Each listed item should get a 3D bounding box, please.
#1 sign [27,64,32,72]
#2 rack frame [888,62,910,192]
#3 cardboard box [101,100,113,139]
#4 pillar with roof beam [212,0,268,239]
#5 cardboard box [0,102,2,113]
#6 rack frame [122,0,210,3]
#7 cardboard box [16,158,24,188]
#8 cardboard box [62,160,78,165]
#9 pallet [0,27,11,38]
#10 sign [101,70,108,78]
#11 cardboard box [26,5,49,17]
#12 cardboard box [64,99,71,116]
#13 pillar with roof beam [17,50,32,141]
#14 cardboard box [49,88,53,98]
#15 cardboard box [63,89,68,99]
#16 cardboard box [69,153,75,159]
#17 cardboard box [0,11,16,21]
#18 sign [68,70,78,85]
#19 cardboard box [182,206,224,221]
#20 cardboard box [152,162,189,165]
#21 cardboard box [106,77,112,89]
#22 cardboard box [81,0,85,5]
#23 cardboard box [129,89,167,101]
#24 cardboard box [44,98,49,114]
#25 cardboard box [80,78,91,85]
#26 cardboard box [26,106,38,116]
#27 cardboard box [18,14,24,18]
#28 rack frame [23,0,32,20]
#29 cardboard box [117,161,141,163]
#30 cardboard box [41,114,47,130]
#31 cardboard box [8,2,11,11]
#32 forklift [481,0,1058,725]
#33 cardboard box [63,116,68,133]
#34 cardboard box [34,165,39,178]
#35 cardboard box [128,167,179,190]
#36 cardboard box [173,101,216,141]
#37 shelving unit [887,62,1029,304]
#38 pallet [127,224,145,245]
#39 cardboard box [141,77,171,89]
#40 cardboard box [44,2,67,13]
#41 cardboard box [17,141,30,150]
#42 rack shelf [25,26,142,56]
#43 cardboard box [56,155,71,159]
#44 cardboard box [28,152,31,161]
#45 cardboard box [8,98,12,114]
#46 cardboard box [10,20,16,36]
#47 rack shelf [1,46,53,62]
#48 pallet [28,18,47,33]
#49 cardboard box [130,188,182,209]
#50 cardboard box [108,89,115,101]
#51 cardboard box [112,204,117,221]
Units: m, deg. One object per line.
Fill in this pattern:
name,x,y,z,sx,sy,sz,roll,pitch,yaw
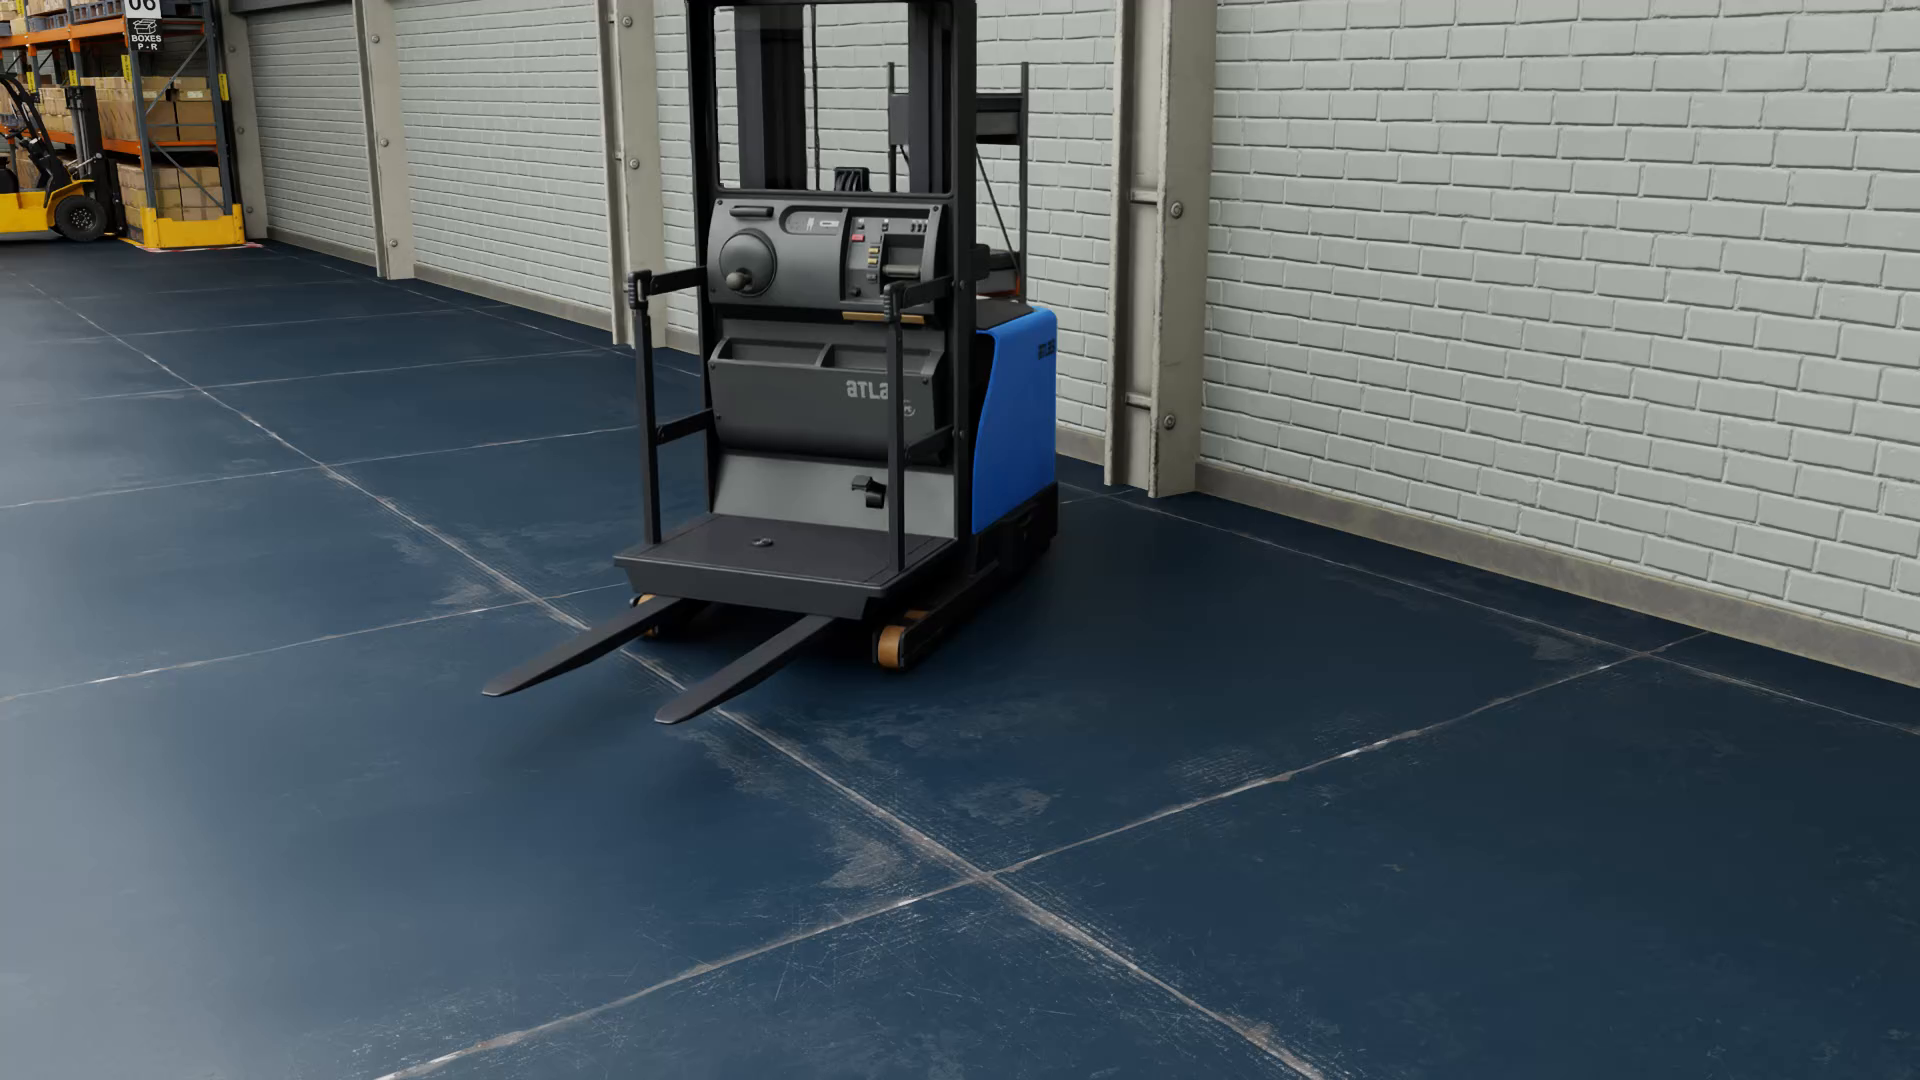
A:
sign,-18.864,-9.486,33.762,0.100,0.325,0.005,-11,19,-35
rack frame,-0.177,-1.182,7.919,0.400,2.100,0.015,-14,21,-41
cardboard box,-11.323,-5.717,22.592,0.500,0.500,0.500,-11,19,-34
pillar with roof beam,-13.080,-7.791,18.996,9.100,9.000,0.400,-11,19,-35
cardboard box,-17.470,-7.982,30.777,0.500,0.250,0.500,-10,18,-33
rack frame,-9.918,-8.171,20.383,1.000,3.000,0.127,-11,19,-35
cardboard box,-16.871,-6.698,30.307,0.500,0.500,0.500,-10,18,-32
cardboard box,-13.875,-5.769,26.675,0.875,0.625,0.625,-10,18,-33
pallet,-16.647,-9.045,29.617,1.213,0.211,1.003,-11,19,-35
sign,-14.174,-7.631,27.581,0.100,0.325,0.005,-11,19,-35
cardboard box,-14.662,-8.449,26.538,0.380,0.166,0.250,-11,19,-35
cardboard box,-13.073,-6.474,24.885,0.500,0.250,0.500,-11,19,-36
pillar with roof beam,-23.664,-11.635,33.039,9.100,9.000,0.400,-11,19,-35
cardboard box,-14.178,-7.071,26.311,0.380,0.149,0.250,-11,19,-34
cardboard box,-13.180,-6.679,24.879,0.380,0.149,0.250,-12,19,-36
cardboard box,-15.299,-6.677,29.001,0.380,0.149,0.250,-11,19,-36
cardboard box,-16.195,-8.966,28.462,0.380,0.149,0.250,-10,18,-33
sign,-12.703,-6.565,23.838,0.100,0.325,0.005,-11,19,-35
cardboard box,-10.048,-4.289,21.976,0.500,0.250,0.500,-11,19,-34
cardboard box,-10.925,-5.093,23.020,0.500,0.250,0.500,-11,19,-36
cardboard box,-11.130,-6.082,22.135,0.380,0.149,0.250,-10,18,-33
cardboard box,-11.799,-7.401,22.742,0.380,0.149,0.250,-10,18,-33
cardboard box,-10.348,-5.669,21.188,0.380,0.149,0.250,-11,19,-34
cardboard box,-14.265,-6.914,26.494,0.500,0.250,0.500,-10,18,-33
cardboard box,-12.322,-6.522,23.740,0.380,0.149,0.250,-10,18,-33
cardboard box,-15.318,-7.147,27.689,0.380,0.149,0.250,-10,18,-34
cardboard box,-15.476,-8.755,27.729,0.380,0.149,0.250,-11,19,-35
rack frame,-14.621,-9.879,26.624,1.000,3.000,0.127,-11,19,-35
cardboard box,-11.645,-5.123,23.129,0.500,0.250,0.500,-10,18,-33
cardboard box,-14.558,-6.780,26.951,0.500,0.250,0.500,-11,19,-34
cardboard box,-15.826,-9.000,28.061,0.380,0.149,0.250,-11,19,-34
forklift,-0.582,-1.073,5.946,1.130,2.935,3.031,6,16,21
cardboard box,-13.345,-6.343,25.354,0.500,0.250,0.500,-11,19,-34
cardboard box,-15.640,-6.259,28.702,0.500,0.500,0.500,-10,18,-32
cardboard box,-10.441,-4.686,21.533,0.500,0.250,0.500,-10,18,-33
cardboard box,-9.984,-5.474,21.706,0.500,0.500,0.500,-10,18,-33
shelving unit,-0.010,-1.135,7.747,0.431,2.100,0.503,-14,21,-41
pallet,-10.401,-4.089,22.116,1.003,0.211,1.213,-11,19,-35
cardboard box,-10.299,-5.825,21.197,0.380,0.149,0.250,-11,19,-34
cardboard box,-13.615,-8.060,25.151,0.380,0.149,0.250,-11,19,-35
cardboard box,-16.929,-7.184,30.290,0.380,0.149,0.250,-11,19,-35
rack shelf,-13.445,-7.658,25.555,1.077,0.370,4.000,-11,19,-35
cardboard box,-15.117,-6.361,27.847,0.380,0.149,0.250,-12,19,-37
cardboard box,-16.303,-6.816,29.507,0.380,0.149,0.250,-11,19,-35
cardboard box,-16.467,-7.621,29.198,0.396,0.266,0.258,-10,18,-32
cardboard box,-15.710,-8.646,28.085,0.500,0.250,0.500,-11,19,-35
rack shelf,-18.149,-9.366,31.796,1.077,0.370,4.000,-11,19,-35
pallet,-14.150,-8.210,26.566,1.213,0.211,1.003,-10,18,-32
cardboard box,-10.457,-4.450,21.619,0.500,0.250,0.500,-11,19,-35
cardboard box,-11.122,-5.939,22.174,0.380,0.149,0.250,-11,19,-34
cardboard box,-11.345,-4.528,22.851,0.500,0.250,0.500,-10,18,-33
